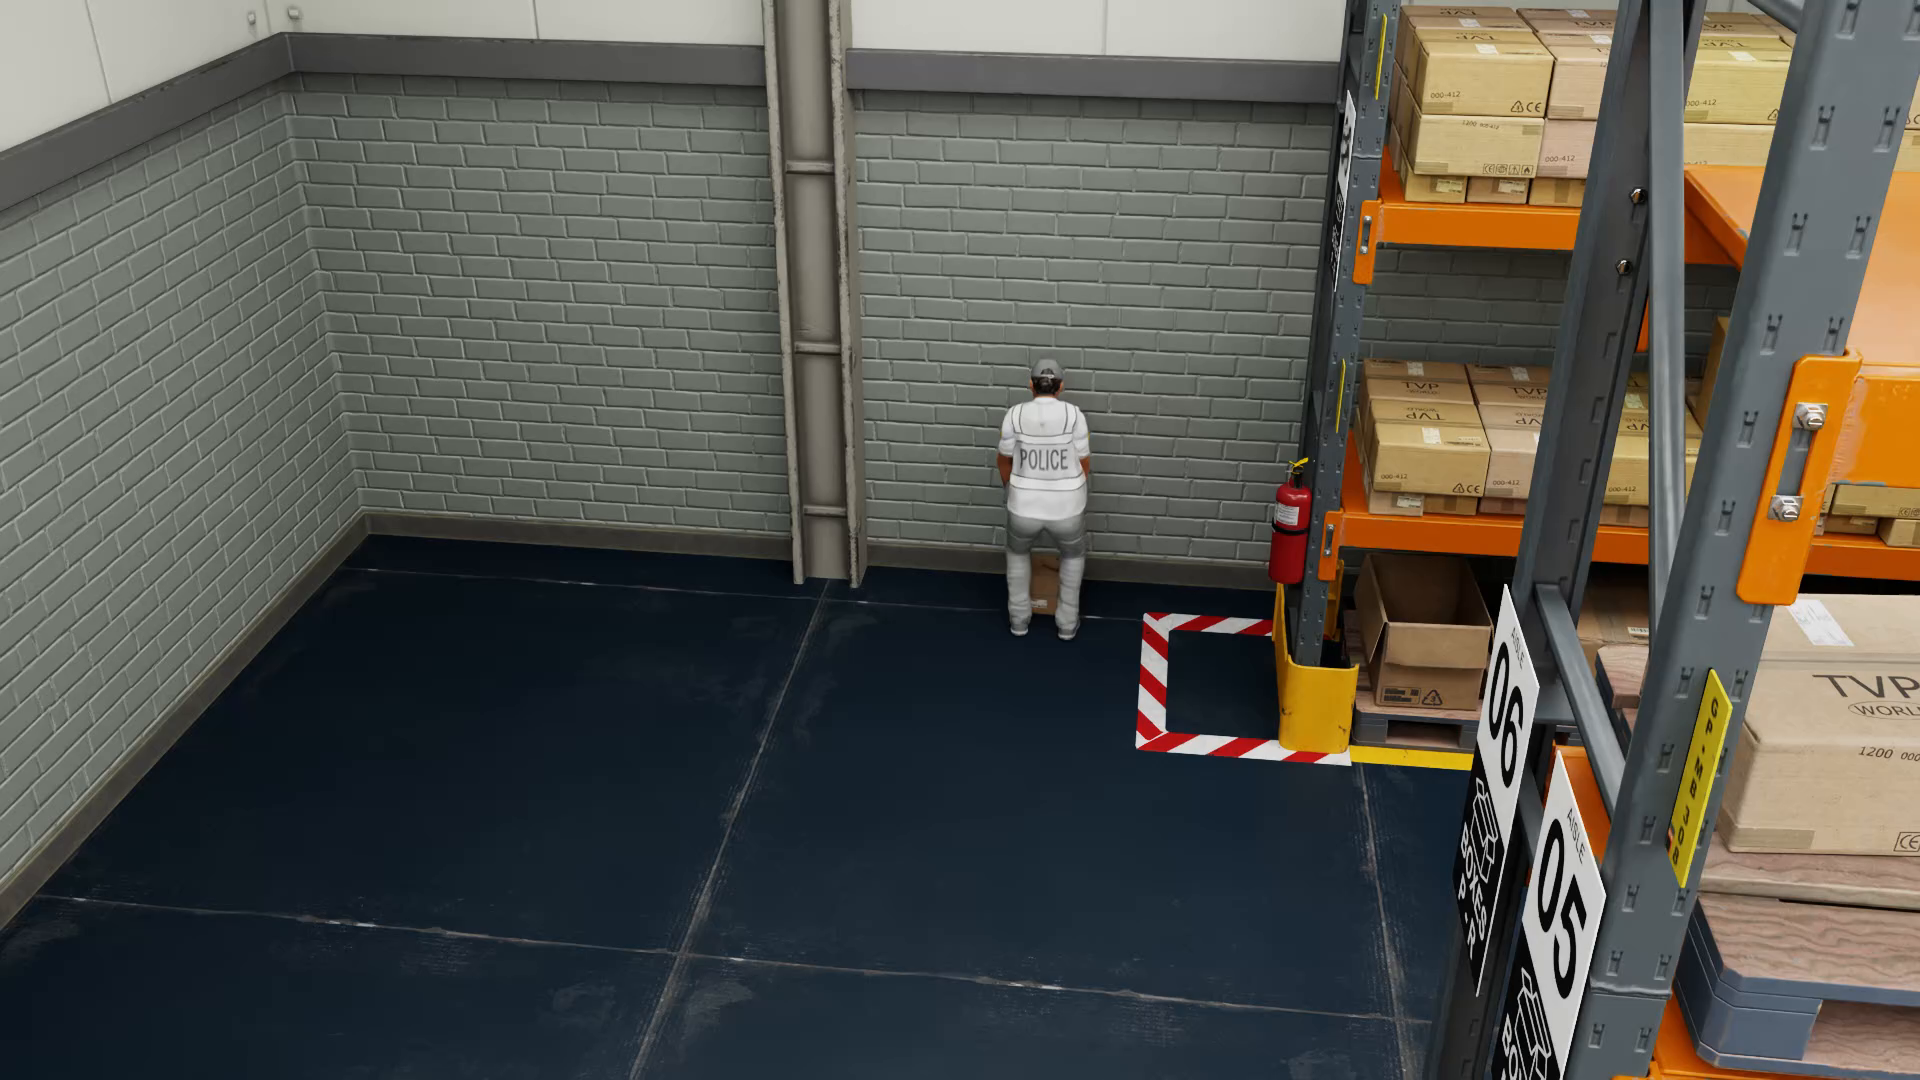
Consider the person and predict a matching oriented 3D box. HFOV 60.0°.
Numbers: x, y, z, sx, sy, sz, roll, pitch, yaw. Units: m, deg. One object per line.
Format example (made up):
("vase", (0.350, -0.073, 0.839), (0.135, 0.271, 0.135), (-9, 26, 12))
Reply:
("person", (0.449, -0.203, 9.090), (0.507, 1.587, 0.532), (4, 29, 7))
